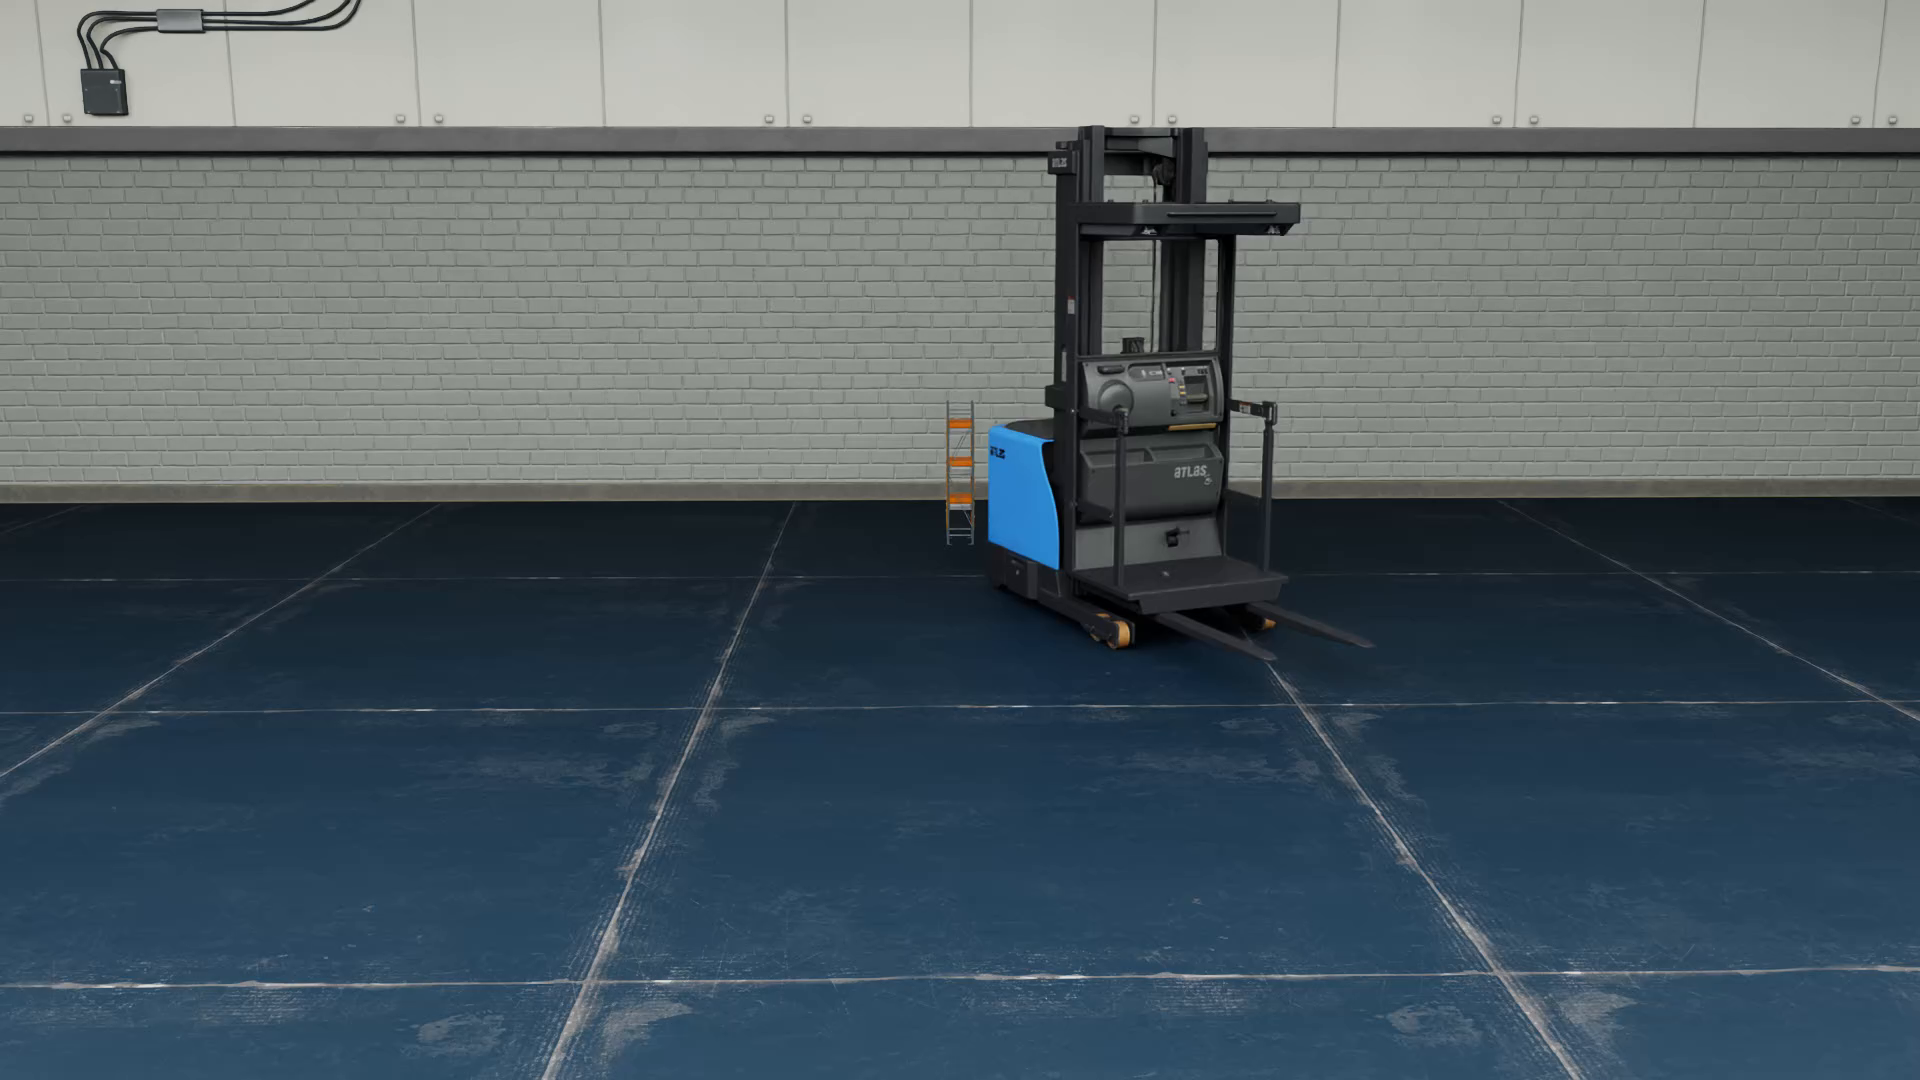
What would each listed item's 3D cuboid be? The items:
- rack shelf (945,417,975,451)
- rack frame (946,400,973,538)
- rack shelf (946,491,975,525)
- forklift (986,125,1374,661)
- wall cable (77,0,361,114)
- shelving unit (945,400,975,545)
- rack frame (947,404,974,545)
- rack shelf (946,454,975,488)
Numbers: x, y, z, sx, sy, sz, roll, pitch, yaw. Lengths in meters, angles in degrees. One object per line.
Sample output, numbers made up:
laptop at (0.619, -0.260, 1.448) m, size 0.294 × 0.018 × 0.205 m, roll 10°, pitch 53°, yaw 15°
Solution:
rack shelf at (0.001, -0.772, 12.348) m, size 0.215 × 0.259 × 0.240 m, roll 0°, pitch 11°, yaw -1°
rack frame at (-0.001, -0.528, 12.522) m, size 0.200 × 1.050 × 0.008 m, roll 0°, pitch 11°, yaw -1°
rack shelf at (0.001, -0.221, 12.460) m, size 0.215 × 0.259 × 0.240 m, roll 0°, pitch 11°, yaw -1°
forklift at (1.241, -0.911, 9.678) m, size 1.130 × 2.935 × 3.031 m, roll -5°, pitch 13°, yaw -24°
wall cable at (-5.904, -6.388, 12.861) m, size 2.305 × 6.003 × 0.169 m, roll 0°, pitch 11°, yaw -1°
shelving unit at (0.001, -0.504, 12.402) m, size 0.215 × 1.050 × 0.252 m, roll 0°, pitch 11°, yaw -1°
rack frame at (0.004, -0.480, 12.283) m, size 0.200 × 1.050 × 0.008 m, roll 0°, pitch 11°, yaw -1°
rack shelf at (0.001, -0.494, 12.404) m, size 0.215 × 0.259 × 0.240 m, roll 0°, pitch 11°, yaw -1°
